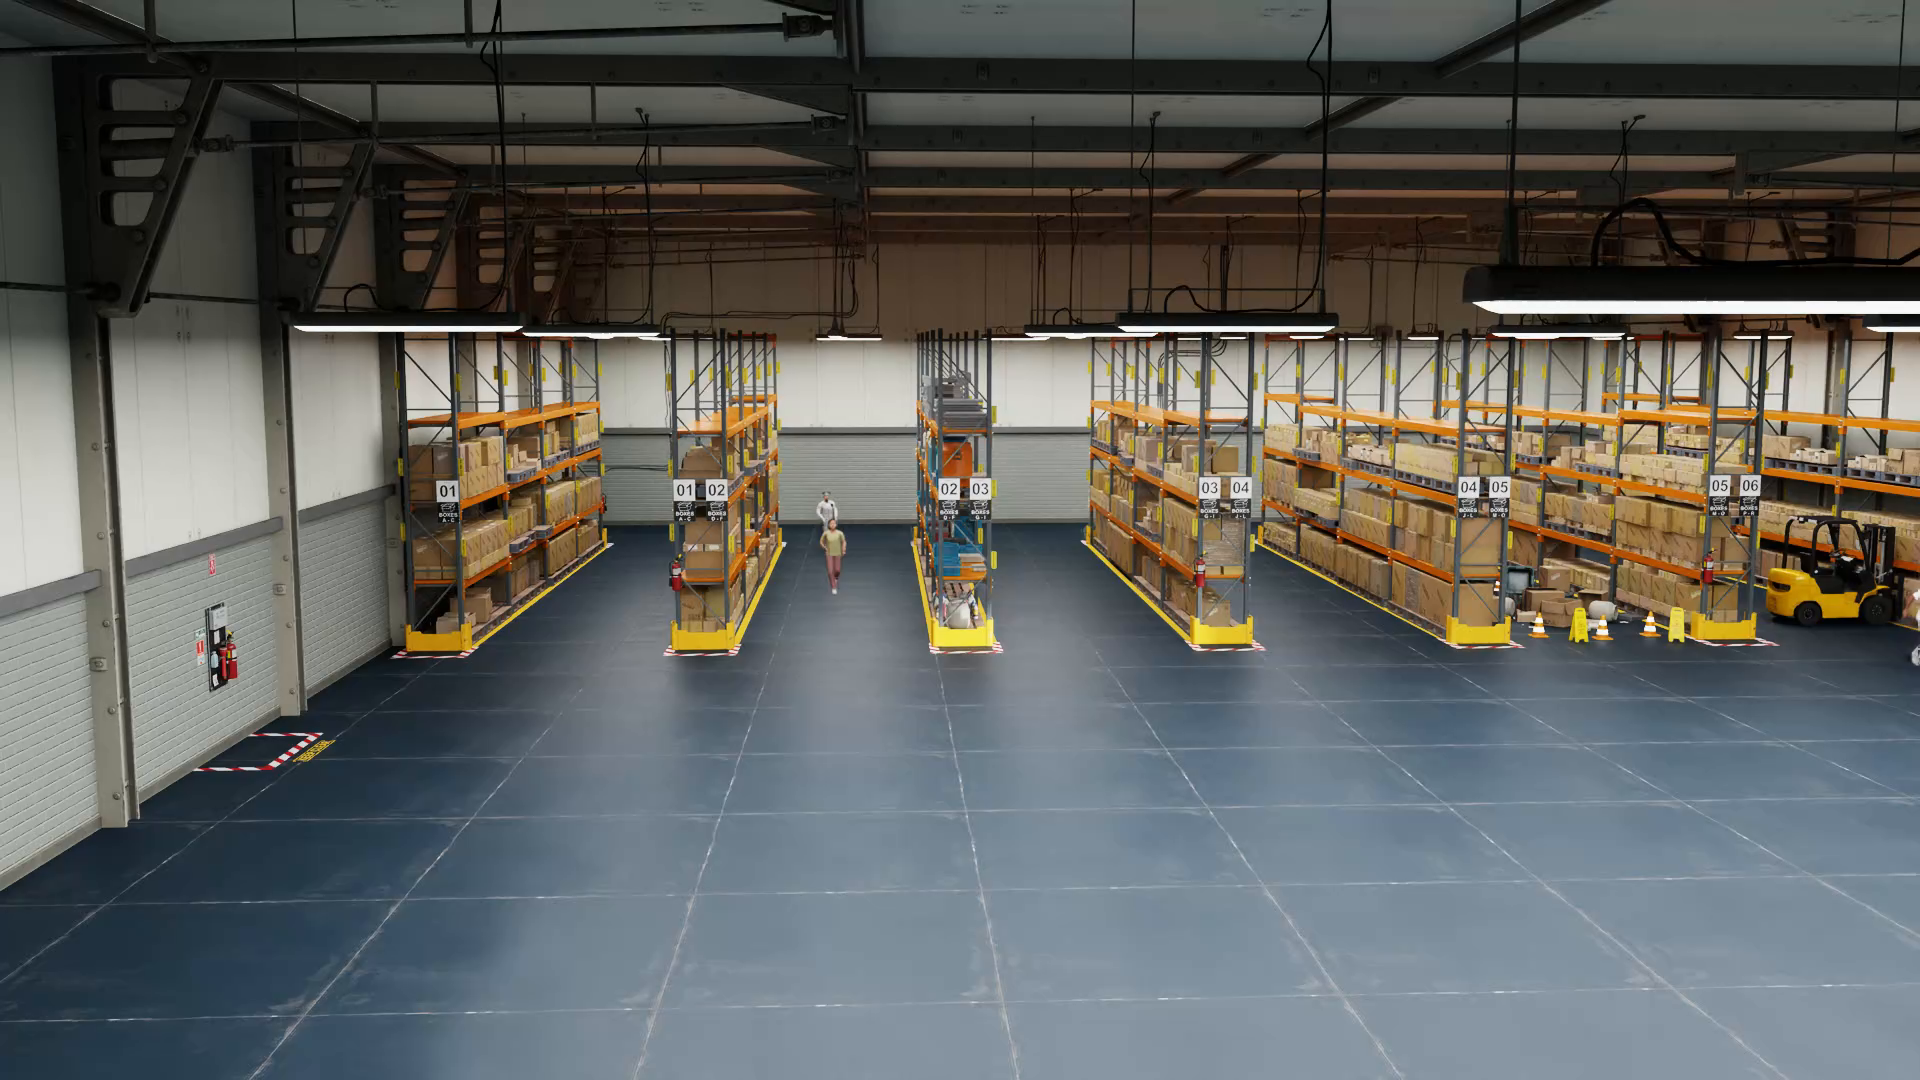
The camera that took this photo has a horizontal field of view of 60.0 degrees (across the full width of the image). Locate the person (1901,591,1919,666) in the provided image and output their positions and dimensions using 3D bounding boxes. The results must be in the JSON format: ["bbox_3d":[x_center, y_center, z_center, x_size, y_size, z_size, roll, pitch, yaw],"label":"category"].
[{"bbox_3d":[17.203,1.480,29.416,0.783,1.653,0.762,-1,7,-11],"label":"person"}]

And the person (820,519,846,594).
[{"bbox_3d":[-2.769,0.350,36.340,0.581,1.641,0.527,-1,7,-8],"label":"person"}]

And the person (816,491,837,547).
[{"bbox_3d":[-3.654,-0.532,46.142,0.640,1.662,0.528,-3,7,-23],"label":"person"}]
